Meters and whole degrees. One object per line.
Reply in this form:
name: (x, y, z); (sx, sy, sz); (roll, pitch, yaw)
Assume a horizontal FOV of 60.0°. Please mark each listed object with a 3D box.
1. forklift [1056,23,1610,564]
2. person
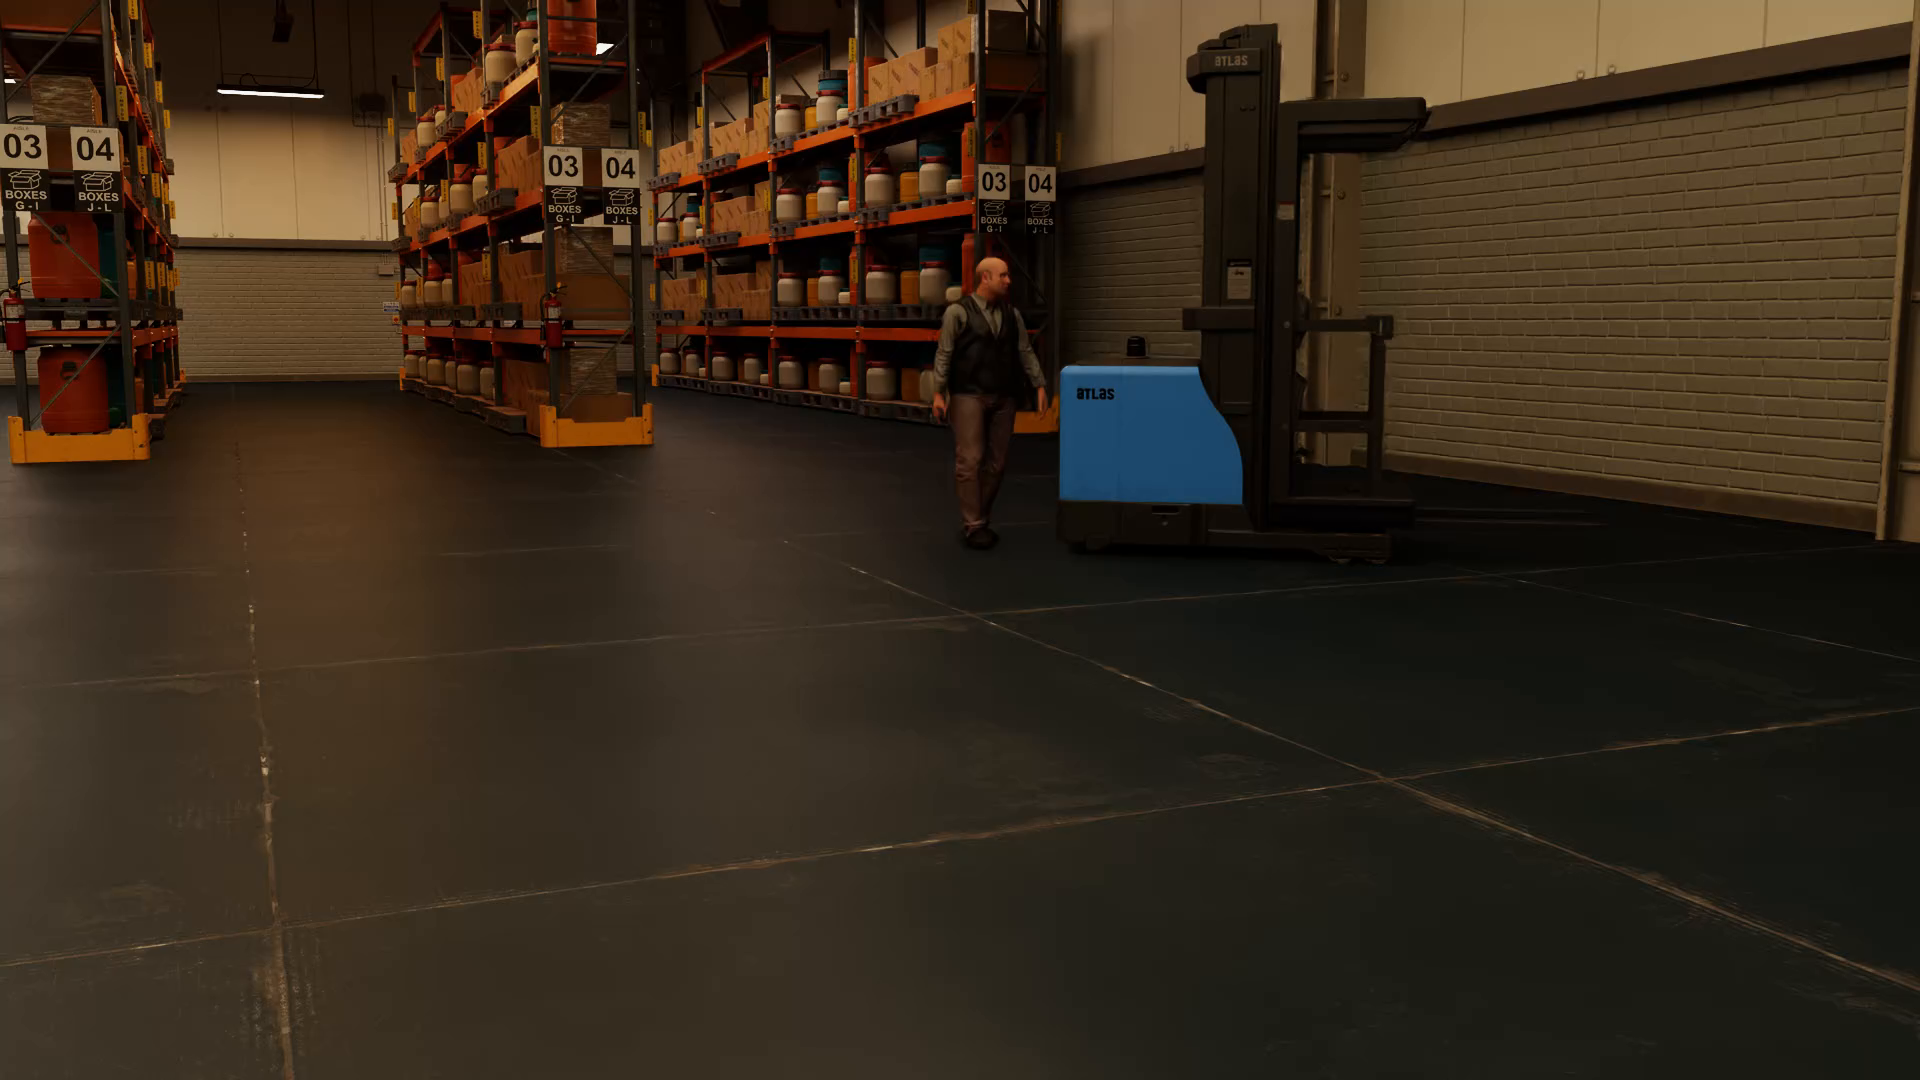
forklift: (2.129, -1.396, 9.525); (3.031, 2.935, 1.130); (2, 8, 12)
person: (0.207, -0.820, 9.890); (0.692, 1.712, 0.602); (-4, 9, -29)
